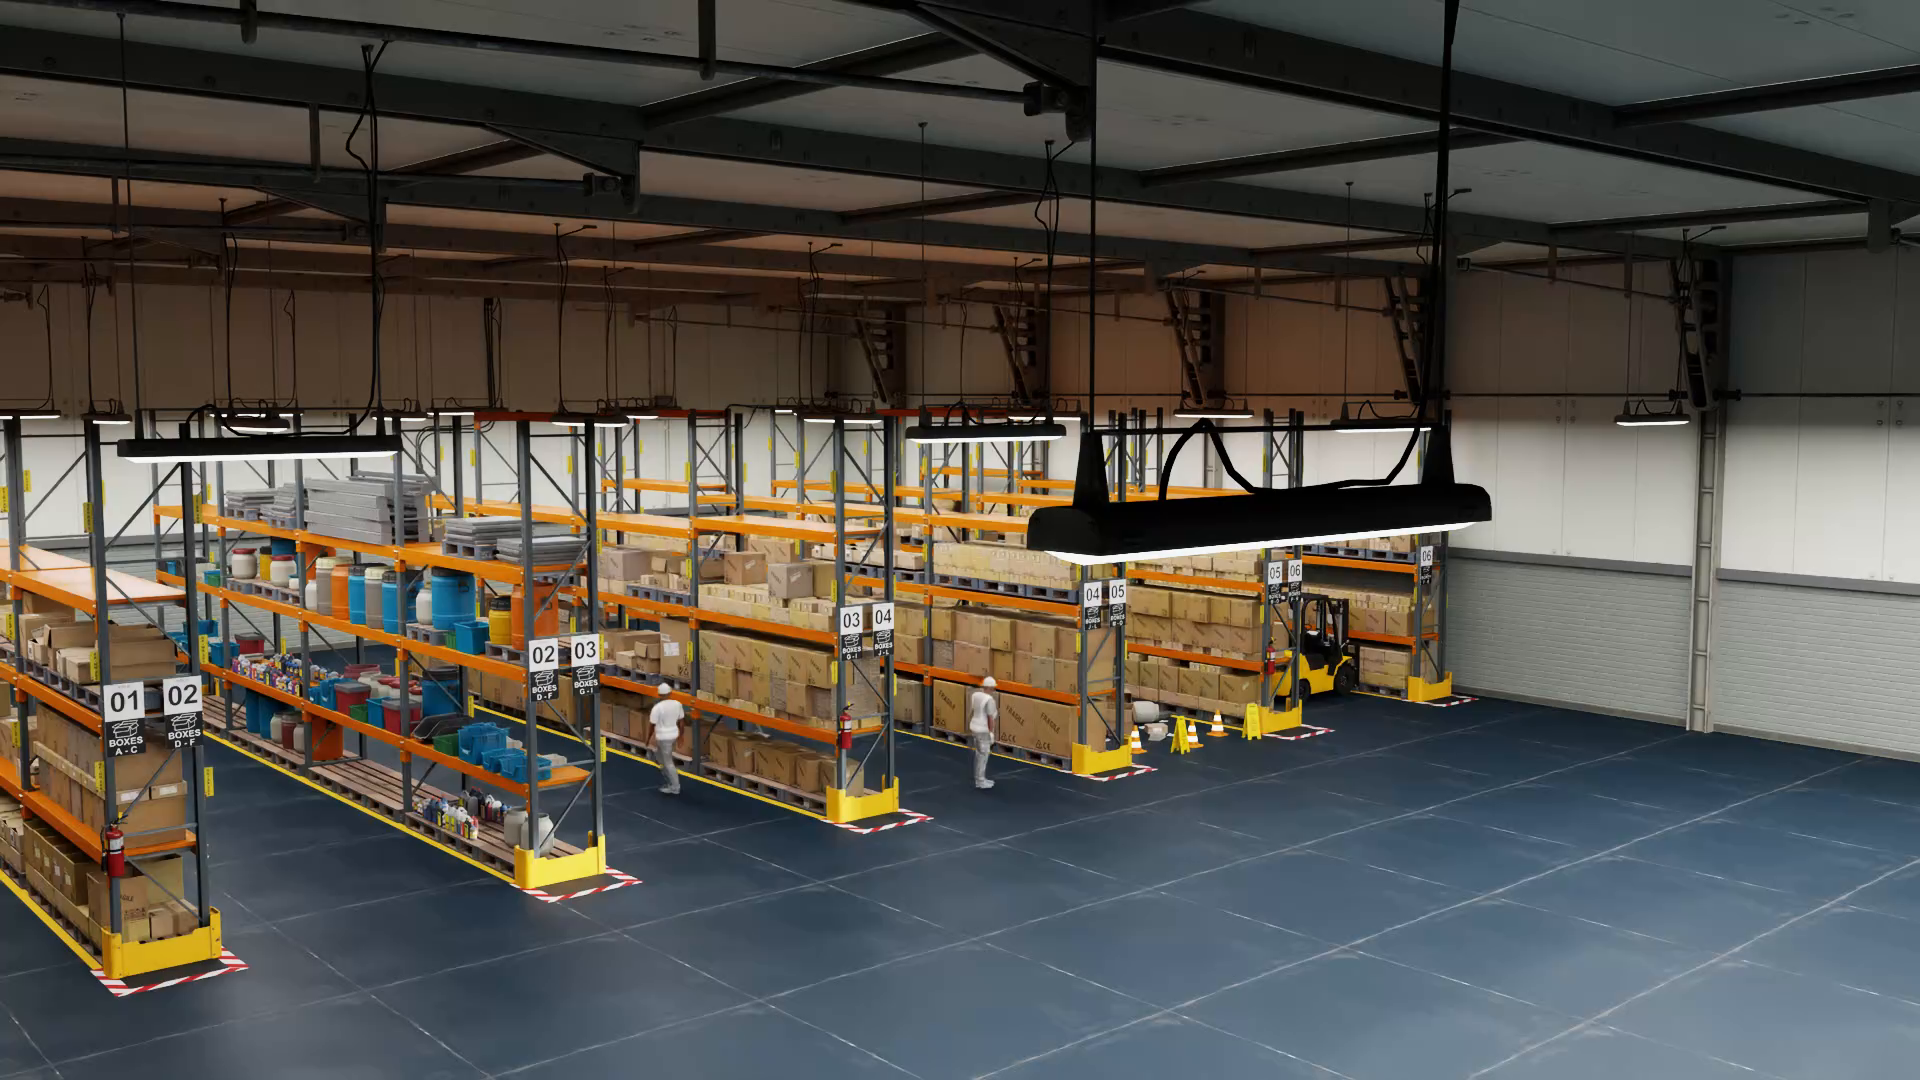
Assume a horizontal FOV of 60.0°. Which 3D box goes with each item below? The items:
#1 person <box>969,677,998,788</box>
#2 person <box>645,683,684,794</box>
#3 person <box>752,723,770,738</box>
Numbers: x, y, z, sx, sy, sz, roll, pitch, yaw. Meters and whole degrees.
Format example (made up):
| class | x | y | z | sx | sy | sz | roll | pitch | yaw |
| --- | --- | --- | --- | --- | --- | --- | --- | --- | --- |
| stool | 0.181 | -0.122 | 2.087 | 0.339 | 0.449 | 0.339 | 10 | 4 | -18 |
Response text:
| class | x | y | z | sx | sy | sz | roll | pitch | yaw |
| --- | --- | --- | --- | --- | --- | --- | --- | --- | --- |
| person | 0.400 | 3.093 | 26.812 | 0.449 | 1.788 | 0.584 | -2 | 6 | -26 |
| person | -4.680 | 3.158 | 26.272 | 0.552 | 1.818 | 0.549 | 1 | 5 | 14 |
| person | -3.698 | 2.815 | 30.686 | 0.540 | 1.713 | 0.561 | -2 | 5 | -22 |
